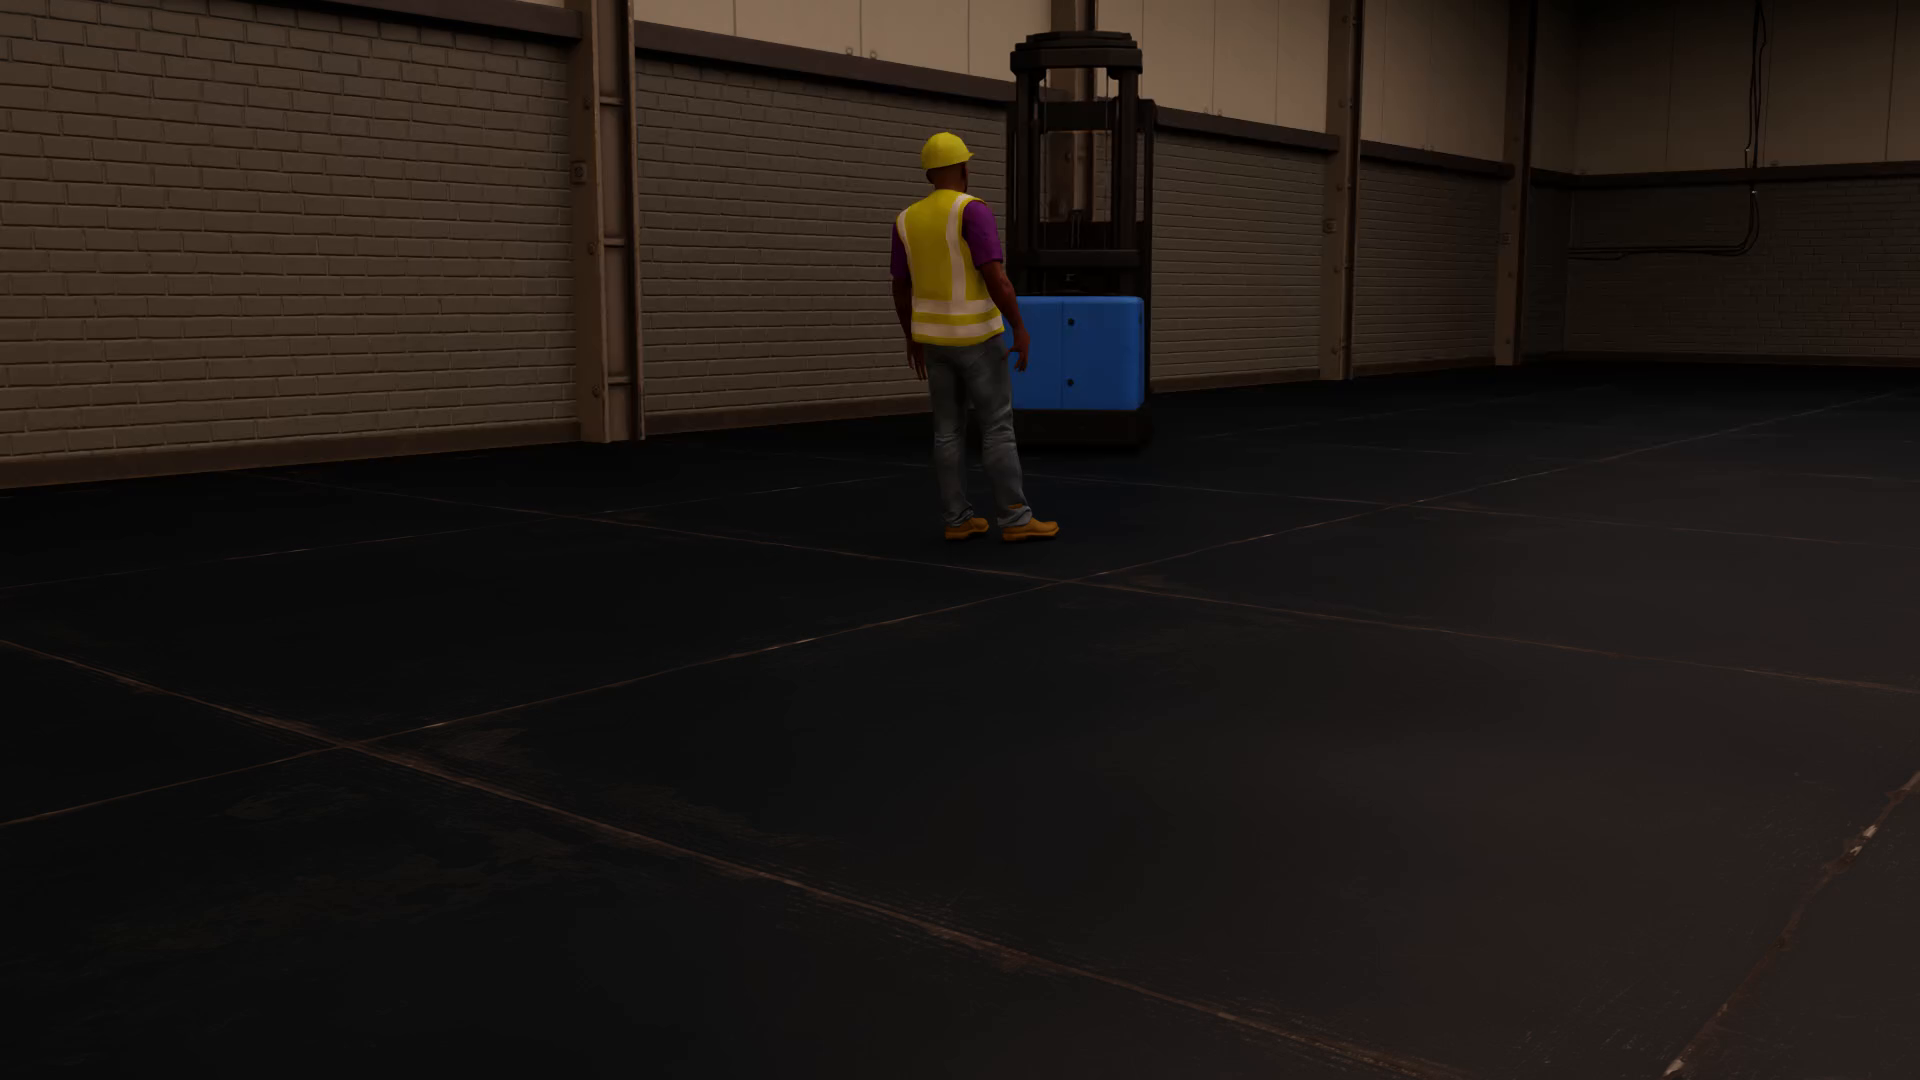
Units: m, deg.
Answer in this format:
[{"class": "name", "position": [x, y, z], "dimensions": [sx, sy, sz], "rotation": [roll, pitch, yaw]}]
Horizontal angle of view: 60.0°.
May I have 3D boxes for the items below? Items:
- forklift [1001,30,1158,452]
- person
[{"class": "forklift", "position": [0.921, -2.244, 12.615], "dimensions": [1.130, 2.935, 3.031], "rotation": [1, 8, 9]}, {"class": "person", "position": [0.049, -0.888, 7.325], "dimensions": [0.665, 1.765, 0.577], "rotation": [7, 11, 38]}]
